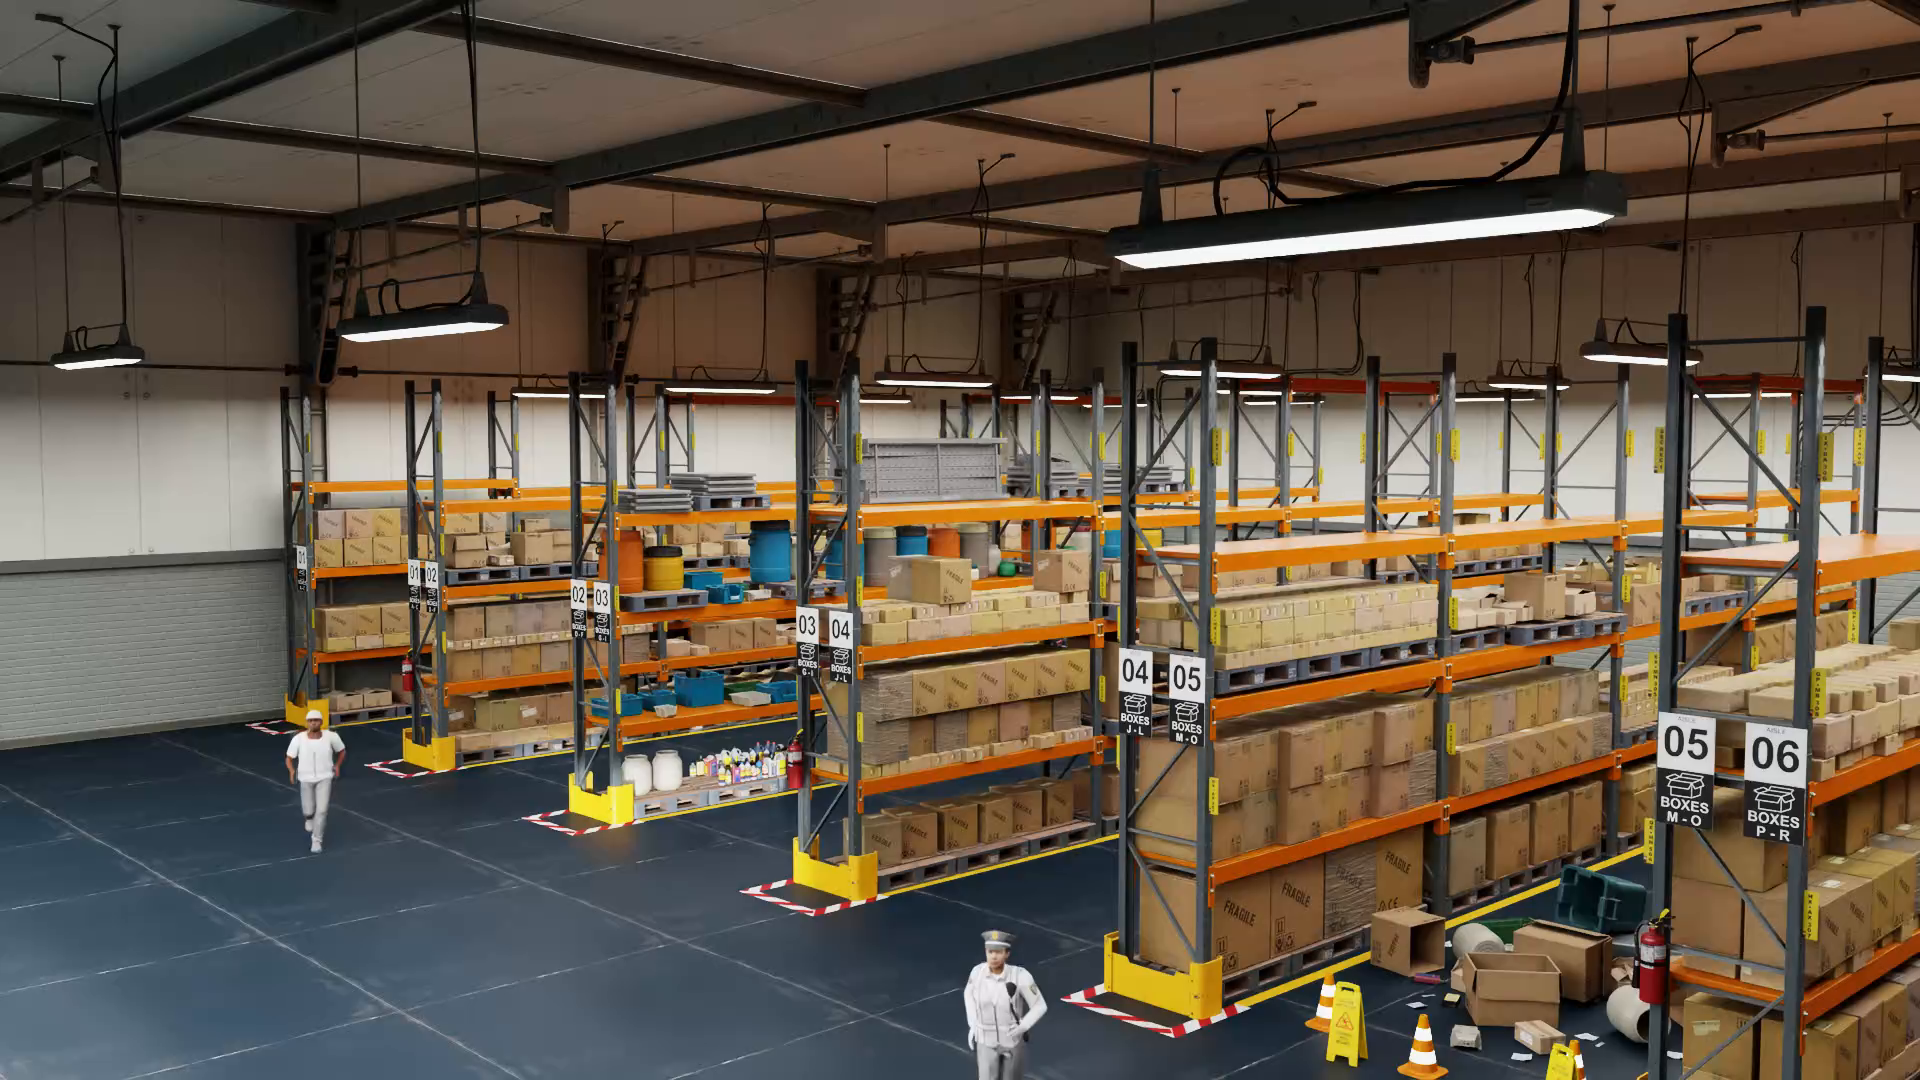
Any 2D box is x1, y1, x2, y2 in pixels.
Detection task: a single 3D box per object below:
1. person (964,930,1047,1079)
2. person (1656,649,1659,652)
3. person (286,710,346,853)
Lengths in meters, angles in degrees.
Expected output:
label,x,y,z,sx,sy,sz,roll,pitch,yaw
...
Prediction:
label,x,y,z,sx,sy,sz,roll,pitch,yaw
person,0.310,3.544,11.706,0.611,1.685,0.901,1,4,8
person,11.272,2.577,26.487,0.833,1.825,0.659,-3,5,-38
person,-8.038,2.984,20.776,0.707,1.739,0.689,-1,4,-19
